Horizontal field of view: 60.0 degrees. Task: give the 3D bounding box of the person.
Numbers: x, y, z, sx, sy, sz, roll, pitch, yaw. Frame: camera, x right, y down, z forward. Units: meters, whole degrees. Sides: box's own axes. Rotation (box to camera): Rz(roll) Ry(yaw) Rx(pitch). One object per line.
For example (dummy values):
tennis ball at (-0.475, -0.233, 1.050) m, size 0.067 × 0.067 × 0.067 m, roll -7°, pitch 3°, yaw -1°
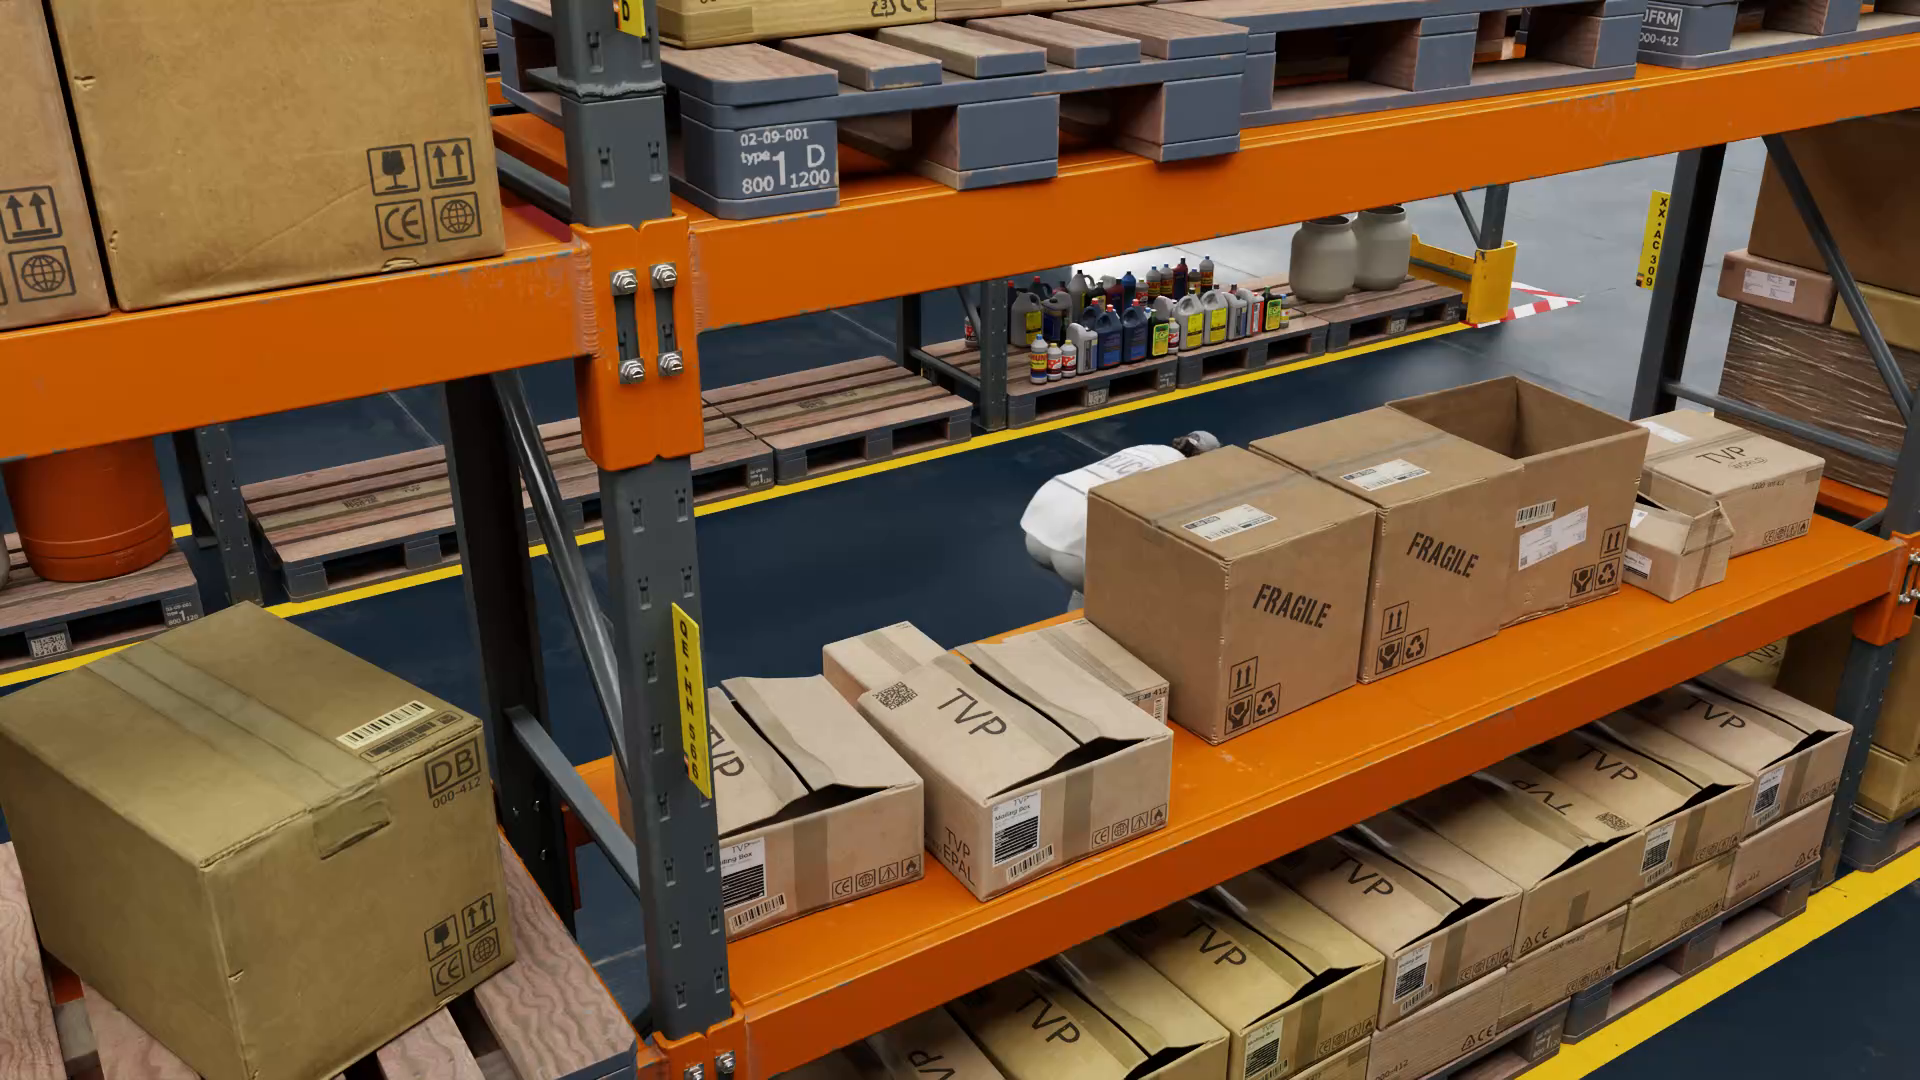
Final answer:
person at (0.680, 0.116, 6.644) m, size 0.937 × 1.000 × 0.503 m, roll -17°, pitch 30°, yaw -32°
